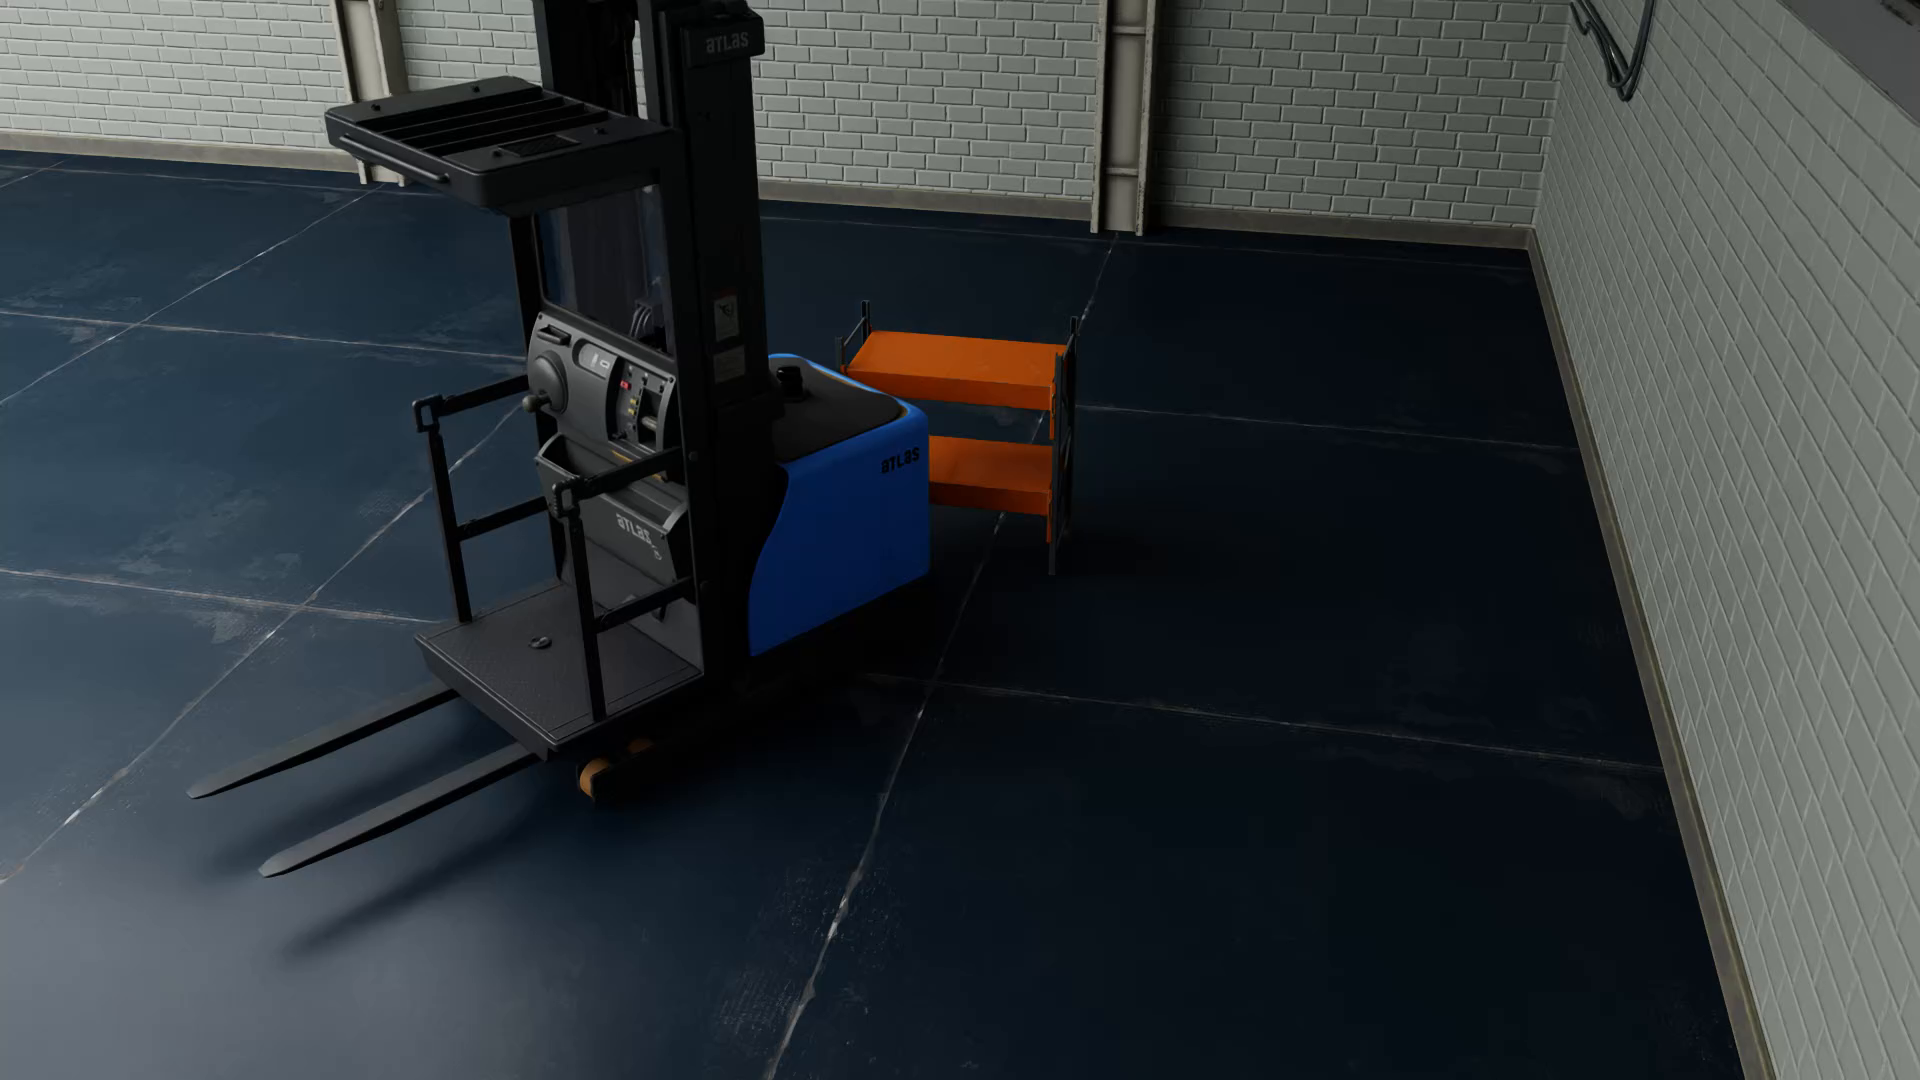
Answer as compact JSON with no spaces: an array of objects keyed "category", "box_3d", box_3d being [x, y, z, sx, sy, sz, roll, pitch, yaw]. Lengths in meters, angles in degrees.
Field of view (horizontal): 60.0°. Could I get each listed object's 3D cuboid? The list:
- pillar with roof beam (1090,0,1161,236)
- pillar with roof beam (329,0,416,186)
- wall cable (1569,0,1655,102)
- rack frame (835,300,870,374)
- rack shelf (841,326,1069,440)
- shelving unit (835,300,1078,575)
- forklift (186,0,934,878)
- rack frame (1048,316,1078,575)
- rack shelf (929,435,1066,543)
[{"category":"pillar with roof beam","box_3d":[0.305,-4.283,6.703,0.400,9.000,9.100,6,29,11]},{"category":"pillar with roof beam","box_3d":[-5.563,-4.885,7.802,0.400,9.000,9.100,6,29,11]},{"category":"wall cable","box_3d":[3.809,-4.027,9.468,0.112,2.526,3.097,6,29,11]},{"category":"rack frame","box_3d":[-0.504,-0.545,8.074,0.032,1.125,0.500,6,29,11]},{"category":"rack shelf","box_3d":[-0.007,-0.751,7.841,1.000,0.278,0.538,6,29,11]},{"category":"shelving unit","box_3d":[-0.007,-0.494,7.981,1.048,1.125,0.538,6,29,11]},{"category":"forklift","box_3d":[-1.524,-0.559,6.219,3.031,2.935,1.130,-25,37,-38]},{"category":"rack frame","box_3d":[0.491,-0.443,7.888,0.032,1.125,0.500,6,29,11]},{"category":"rack shelf","box_3d":[-0.007,-0.280,8.099,1.000,0.278,0.538,6,29,11]}]
